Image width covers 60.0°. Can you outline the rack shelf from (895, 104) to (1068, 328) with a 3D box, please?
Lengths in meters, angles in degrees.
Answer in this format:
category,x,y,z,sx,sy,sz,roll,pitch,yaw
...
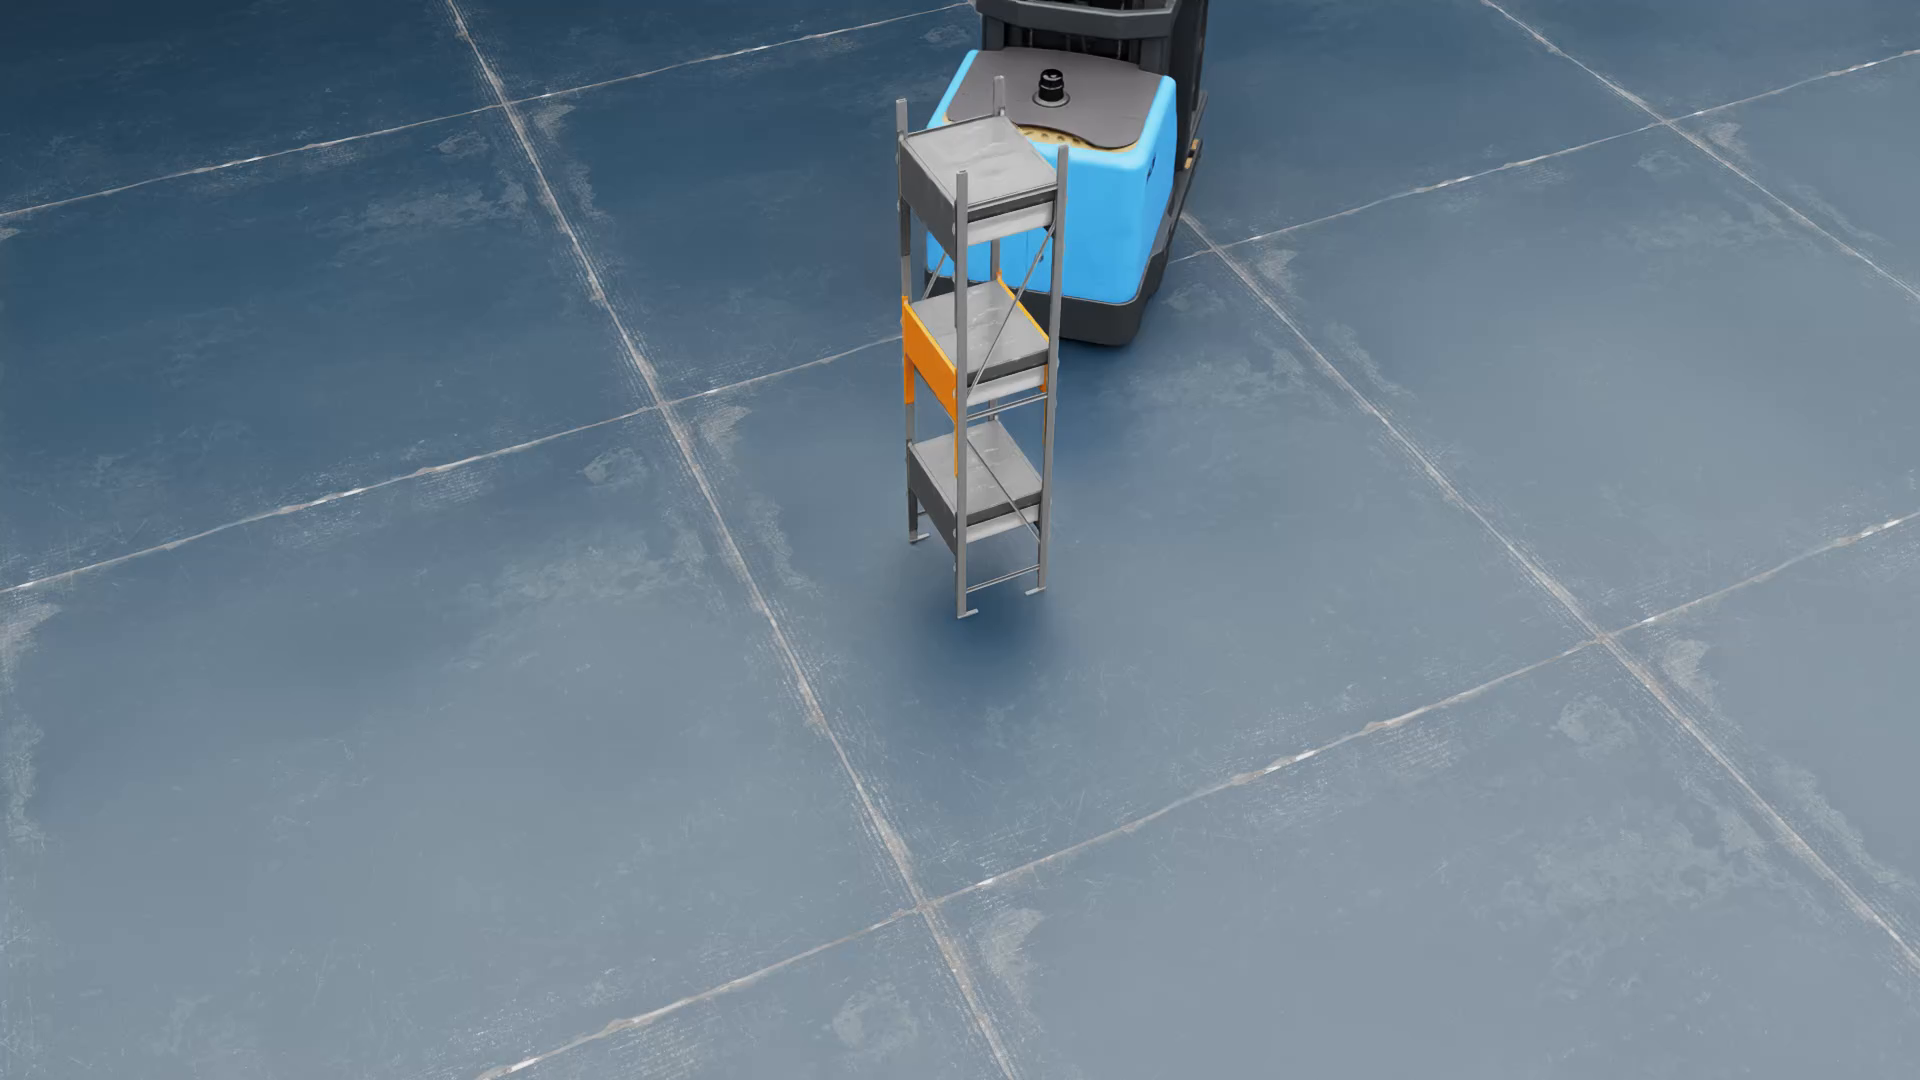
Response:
category,x,y,z,sx,sy,sz,roll,pitch,yaw
rack shelf,0.070,-1.130,5.792,0.431,0.518,0.480,-18,47,-17

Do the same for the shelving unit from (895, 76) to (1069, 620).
category,x,y,z,sx,sy,sz,roll,pitch,yaw
shelving unit,0.070,-0.642,6.274,0.431,2.100,0.503,-18,47,-17

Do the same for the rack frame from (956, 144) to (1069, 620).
category,x,y,z,sx,sy,sz,roll,pitch,yaw
rack frame,0.172,-0.486,6.117,0.400,2.100,0.015,-18,47,-17

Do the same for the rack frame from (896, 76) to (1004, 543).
category,x,y,z,sx,sy,sz,roll,pitch,yaw
rack frame,-0.033,-0.797,6.432,0.400,2.100,0.015,-18,47,-17

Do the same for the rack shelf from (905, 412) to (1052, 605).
category,x,y,z,sx,sy,sz,roll,pitch,yaw
rack shelf,0.070,-0.134,6.776,0.431,0.518,0.480,-18,47,-17

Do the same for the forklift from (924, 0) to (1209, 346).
category,x,y,z,sx,sy,sz,roll,pitch,yaw
forklift,0.713,-3.028,8.100,1.130,2.935,3.031,11,46,11

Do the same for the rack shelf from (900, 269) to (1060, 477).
category,x,y,z,sx,sy,sz,roll,pitch,yaw
rack shelf,0.070,-0.632,6.284,0.431,0.518,0.480,-18,47,-17
